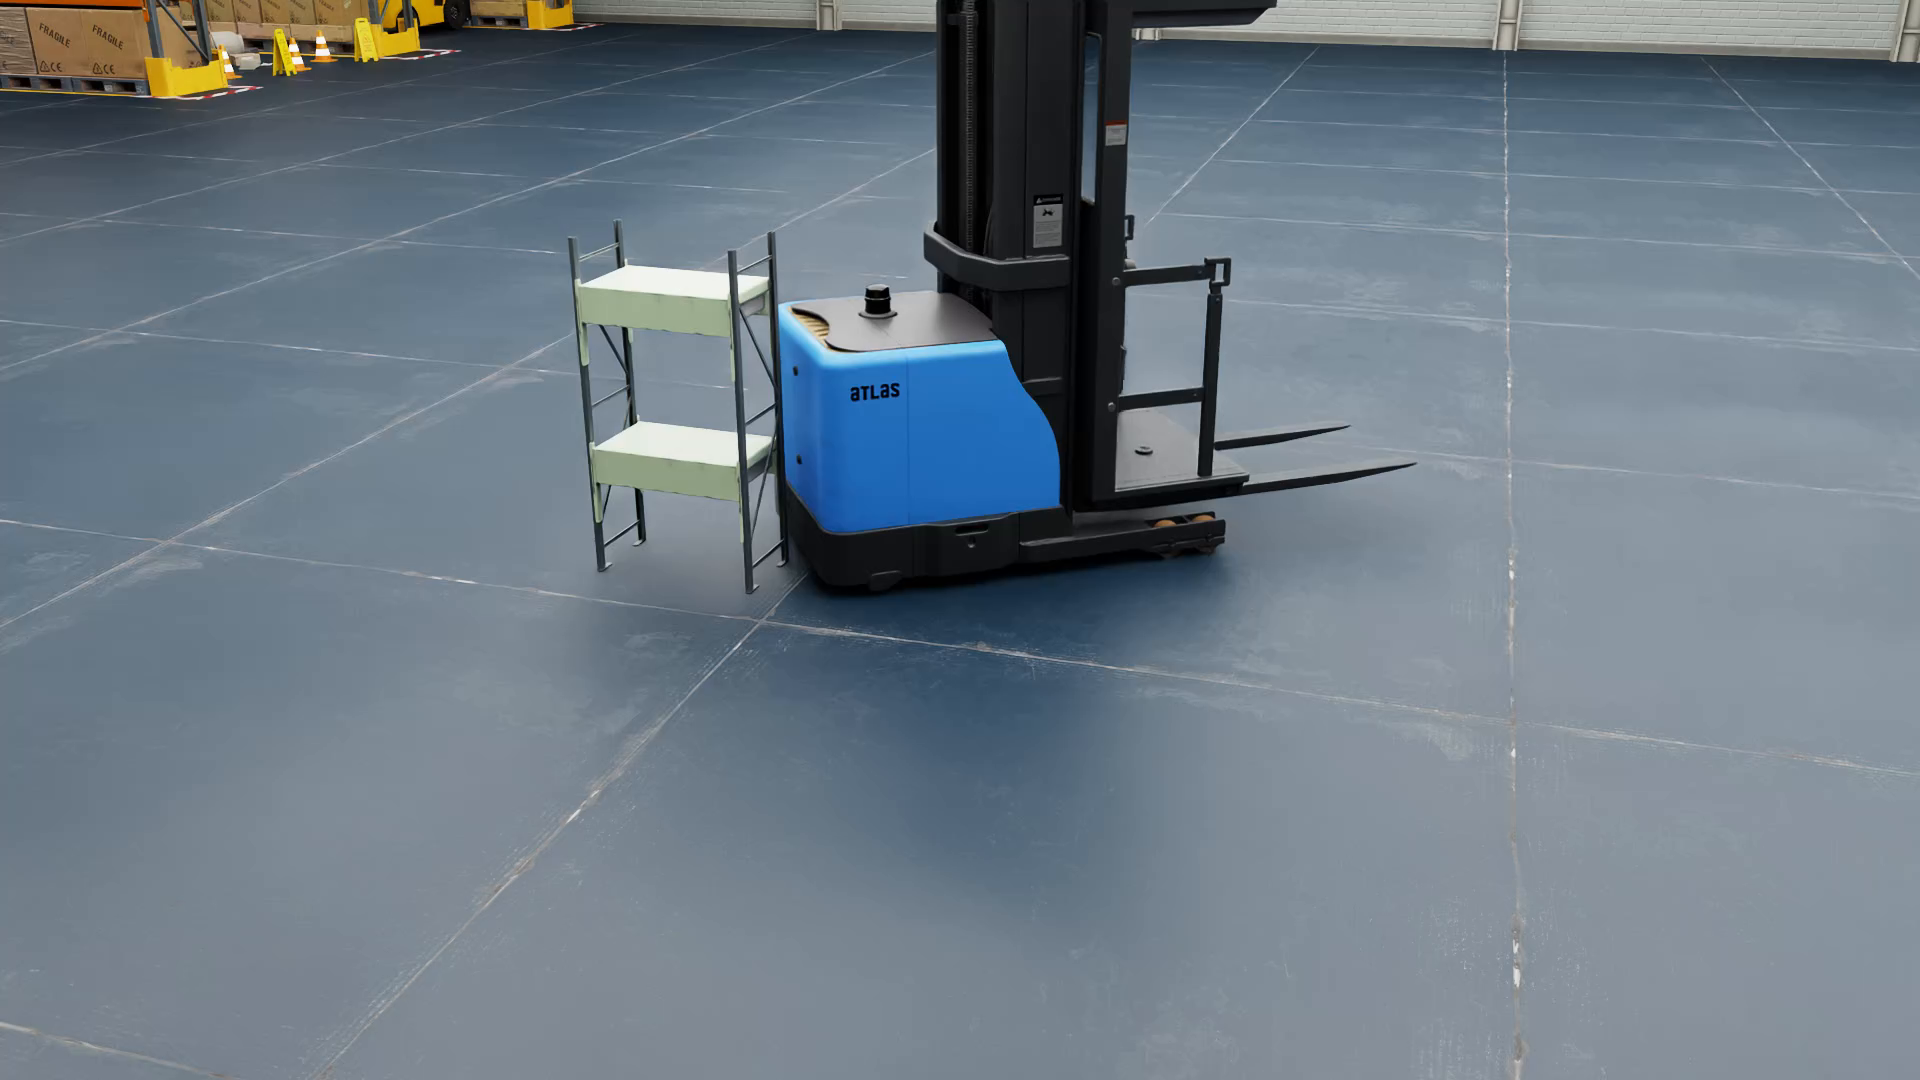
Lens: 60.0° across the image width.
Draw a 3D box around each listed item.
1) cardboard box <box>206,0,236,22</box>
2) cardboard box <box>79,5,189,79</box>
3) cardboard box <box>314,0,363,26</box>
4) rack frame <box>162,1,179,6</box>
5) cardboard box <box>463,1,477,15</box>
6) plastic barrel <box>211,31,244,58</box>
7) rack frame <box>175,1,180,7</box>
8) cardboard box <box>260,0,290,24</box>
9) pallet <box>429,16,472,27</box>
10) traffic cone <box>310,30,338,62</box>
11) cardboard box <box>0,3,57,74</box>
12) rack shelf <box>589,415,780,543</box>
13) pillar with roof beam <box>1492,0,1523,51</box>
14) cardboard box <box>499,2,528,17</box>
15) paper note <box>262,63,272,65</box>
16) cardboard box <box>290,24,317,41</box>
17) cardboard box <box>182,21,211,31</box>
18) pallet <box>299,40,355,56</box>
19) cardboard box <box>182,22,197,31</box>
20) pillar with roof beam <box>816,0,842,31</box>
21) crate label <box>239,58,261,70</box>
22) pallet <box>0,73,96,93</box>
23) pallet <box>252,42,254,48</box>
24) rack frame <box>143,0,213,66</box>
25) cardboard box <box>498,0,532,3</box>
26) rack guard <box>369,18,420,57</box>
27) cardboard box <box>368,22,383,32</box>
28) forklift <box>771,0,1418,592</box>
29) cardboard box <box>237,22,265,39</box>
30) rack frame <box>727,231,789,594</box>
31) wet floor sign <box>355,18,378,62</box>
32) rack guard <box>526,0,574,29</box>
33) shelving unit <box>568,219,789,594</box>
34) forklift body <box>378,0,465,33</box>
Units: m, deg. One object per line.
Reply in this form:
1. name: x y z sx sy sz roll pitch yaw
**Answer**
1. cardboard box: -12.017 -8.811 27.379 0.500 0.500 0.500 8 23 18
2. cardboard box: -11.192 -6.772 22.574 0.875 0.875 0.875 7 23 16
3. cardboard box: -10.033 -8.582 26.822 0.500 0.500 0.500 7 23 16
4. rack frame: -13.020 -9.759 27.608 0.127 3.000 1.000 7 23 16
5. cardboard box: -9.251 -10.099 31.508 0.500 0.250 0.500 7 23 16
6. plastic barrel: -11.605 -7.805 26.239 0.512 0.421 0.421 -14 26 -30
7. rack frame: -15.419 -12.001 33.075 0.127 3.000 1.000 7 23 16
8. cardboard box: -11.014 -8.696 27.100 0.500 0.500 0.500 6 23 14
9. pallet: -9.669 -10.037 31.961 1.213 0.211 1.003 7 23 15
10. traffic cone: -9.975 -7.725 25.993 0.334 0.463 0.336 7 23 16
11. cardboard box: -12.907 -6.969 23.053 0.875 0.875 0.875 7 23 16
12. rack shelf: -1.197 -0.276 7.326 0.720 0.370 0.431 8 24 18
13. pillar with roof beam: 7.823 -10.766 22.159 0.400 9.000 9.100 7 23 16
14. cardboard box: -8.301 -9.983 31.225 0.500 0.250 0.500 7 23 16
15. paper note: -10.670 -7.327 25.592 0.142 0.019 0.148 -1 22 -3
16. cardboard box: -10.536 -8.293 27.104 0.500 0.250 0.500 7 23 16
17. cardboard box: -12.533 -8.518 27.653 0.500 0.250 0.500 5 23 13
18. pallet: -10.031 -8.140 27.337 1.213 0.211 1.003 7 23 16
19. cardboard box: -12.387 -7.992 26.590 0.500 0.500 0.500 -14 26 -30
20. pillar with roof beam: -3.666 -12.082 25.366 0.400 9.000 9.100 7 23 16
21. crate label: -10.740 -7.197 25.136 0.298 0.136 0.250 -5 23 -12
22. pallet: -12.476 -6.414 23.129 1.213 0.211 1.003 7 23 15
23. pallet: -12.367 -8.408 27.989 1.213 0.211 1.003 7 23 16
24. rack frame: -10.523 -7.511 22.128 0.127 3.000 1.000 7 23 16
25. cardboard box: -8.316 -10.217 31.137 0.500 0.250 0.500 6 23 15
26. rack guard: -9.263 -8.172 27.034 0.348 0.500 1.175 7 23 16
27. cardboard box: -9.883 -8.431 27.442 0.500 0.250 0.500 6 23 15
28. forklift: 0.695 -1.458 7.462 3.031 2.935 1.130 -8 23 -18
29. cardboard box: -11.510 -8.407 27.381 0.500 0.250 0.500 6 23 15
30. rack frame: -0.852 -0.532 7.090 0.023 1.500 0.400 8 24 18
31. wet floor sign: -9.318 -7.821 25.987 0.232 0.644 0.267 16 27 34
32. rack guard: -7.737 -9.965 31.405 0.348 0.500 1.175 7 23 16
33. shelving unit: -1.197 -0.578 7.202 0.755 1.500 0.431 8 24 18
34. forklift body: -10.103 -10.276 29.989 1.214 2.155 2.313 7 23 16
